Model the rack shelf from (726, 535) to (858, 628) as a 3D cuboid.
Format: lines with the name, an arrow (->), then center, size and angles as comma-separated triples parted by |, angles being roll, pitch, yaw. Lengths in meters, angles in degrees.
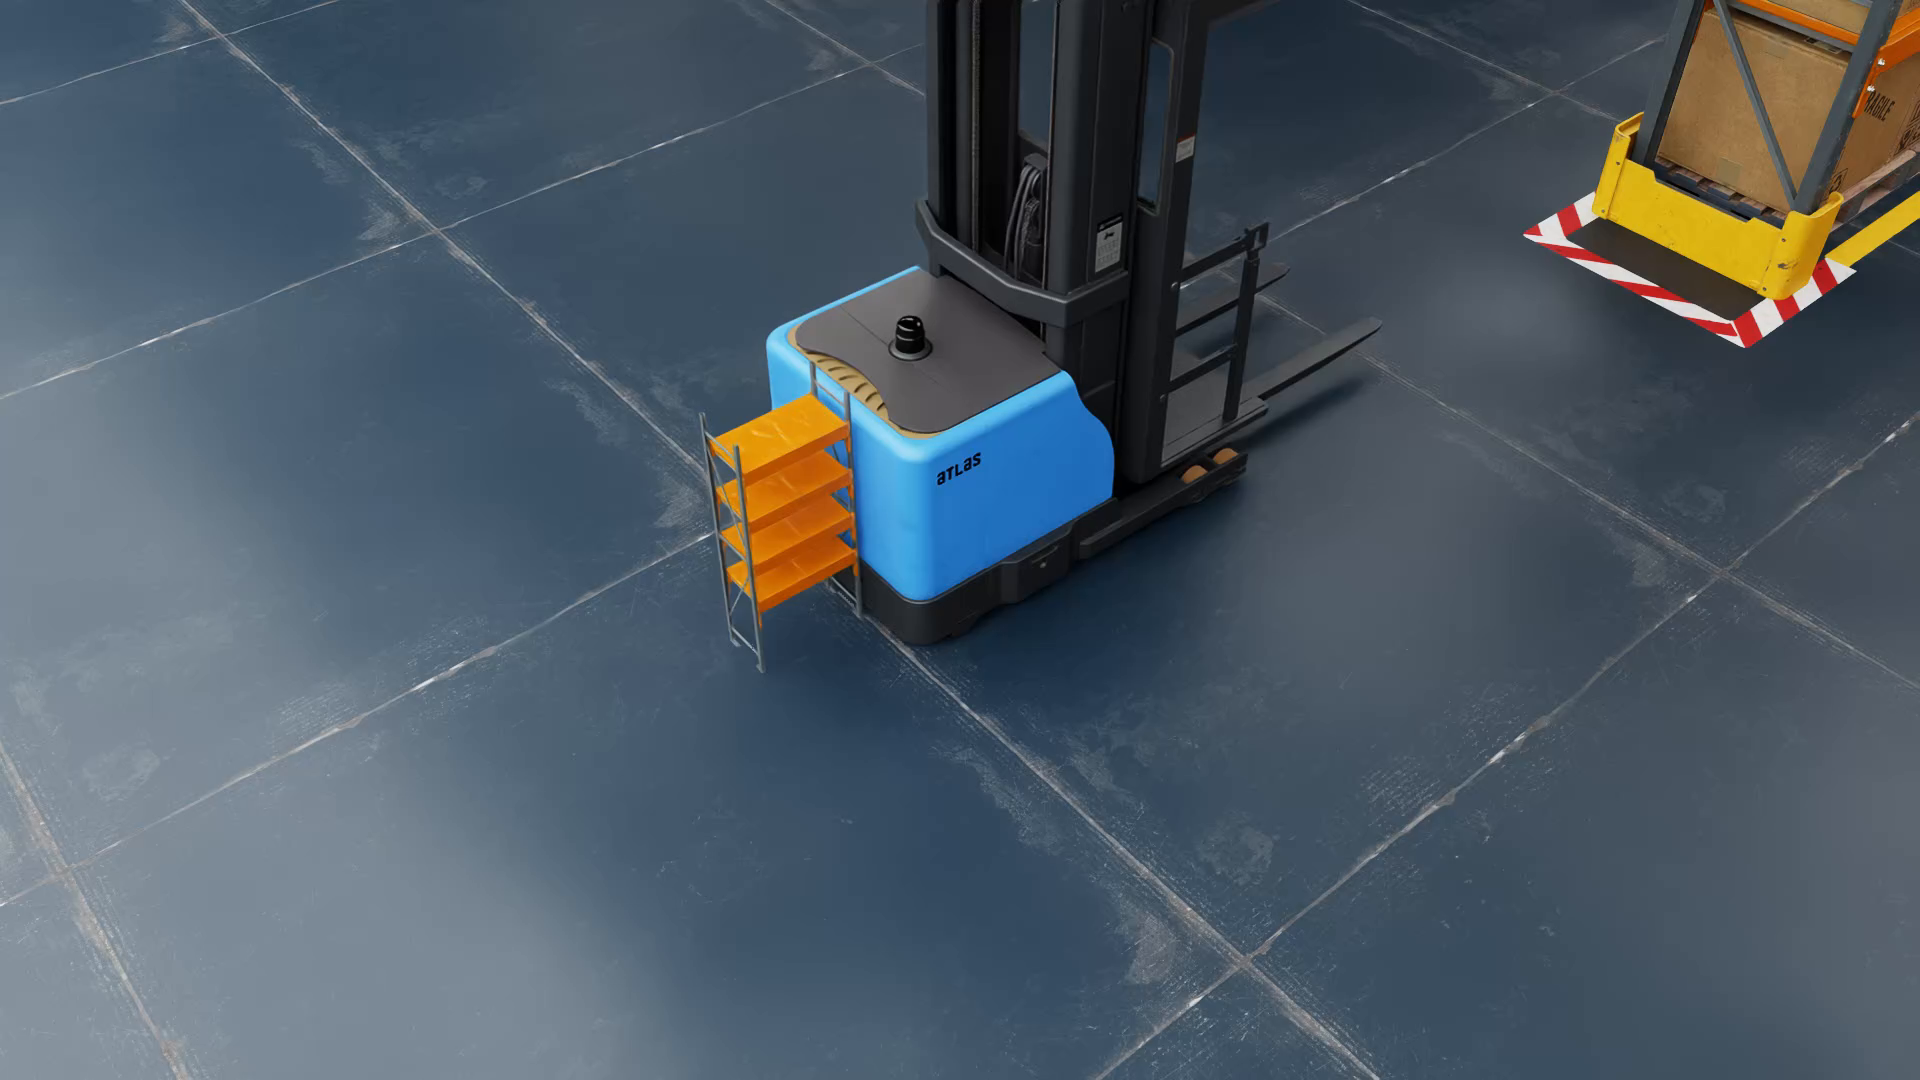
rack shelf -> -0.677, 0.127, 6.681 | 0.480, 0.148, 0.258 | -29, 50, -27

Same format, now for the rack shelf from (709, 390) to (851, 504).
rack shelf -> -0.677, -0.354, 6.230 | 0.480, 0.148, 0.258 | -29, 50, -27

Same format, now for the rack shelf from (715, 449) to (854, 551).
rack shelf -> -0.677, -0.181, 6.392 | 0.480, 0.148, 0.258 | -29, 50, -27

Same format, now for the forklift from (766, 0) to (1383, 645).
forklift -> 0.675, -1.491, 6.750 | 3.031, 2.935, 1.130 | -29, 50, -27

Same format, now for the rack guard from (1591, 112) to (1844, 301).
rack guard -> 3.996, -1.789, 8.843 | 0.348, 0.500, 1.175 | -30, 51, -28

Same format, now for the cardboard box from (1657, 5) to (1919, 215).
cardboard box -> 4.492, -2.421, 8.936 | 0.875, 0.875, 0.875 | -29, 51, -28

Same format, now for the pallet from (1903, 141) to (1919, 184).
pallet -> 5.513, -2.619, 9.938 | 1.213, 0.211, 1.003 | -30, 51, -28

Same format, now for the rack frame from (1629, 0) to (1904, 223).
rack frame -> 4.014, -2.710, 7.998 | 0.127, 3.000, 1.000 | -30, 51, -28

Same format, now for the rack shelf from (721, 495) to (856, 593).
rack shelf -> -0.677, -0.018, 6.545 | 0.480, 0.148, 0.258 | -29, 50, -27

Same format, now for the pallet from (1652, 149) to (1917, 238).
pallet -> 4.577, -2.086, 9.371 | 1.213, 0.211, 1.003 | -30, 51, -28

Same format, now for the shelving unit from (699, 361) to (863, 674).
shelving unit -> -0.677, -0.067, 6.499 | 0.503, 1.200, 0.258 | -29, 50, -27

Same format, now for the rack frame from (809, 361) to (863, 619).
rack frame -> -0.487, -0.172, 6.610 | 0.015, 1.200, 0.240 | -29, 50, -27

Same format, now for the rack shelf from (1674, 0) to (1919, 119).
rack shelf -> 5.548, -3.326, 9.180 | 4.000, 0.370, 1.077 | -30, 51, -28

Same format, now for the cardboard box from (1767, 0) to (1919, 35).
cardboard box -> 4.270, -2.952, 8.146 | 0.550, 0.550, 0.875 | -30, 51, -28

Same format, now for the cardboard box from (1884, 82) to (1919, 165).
cardboard box -> 5.166, -2.809, 9.349 | 0.875, 0.875, 0.875 | -31, 51, -28

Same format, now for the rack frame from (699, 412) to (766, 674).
rack frame -> -0.867, 0.038, 6.387 | 0.015, 1.200, 0.240 | -29, 50, -27
